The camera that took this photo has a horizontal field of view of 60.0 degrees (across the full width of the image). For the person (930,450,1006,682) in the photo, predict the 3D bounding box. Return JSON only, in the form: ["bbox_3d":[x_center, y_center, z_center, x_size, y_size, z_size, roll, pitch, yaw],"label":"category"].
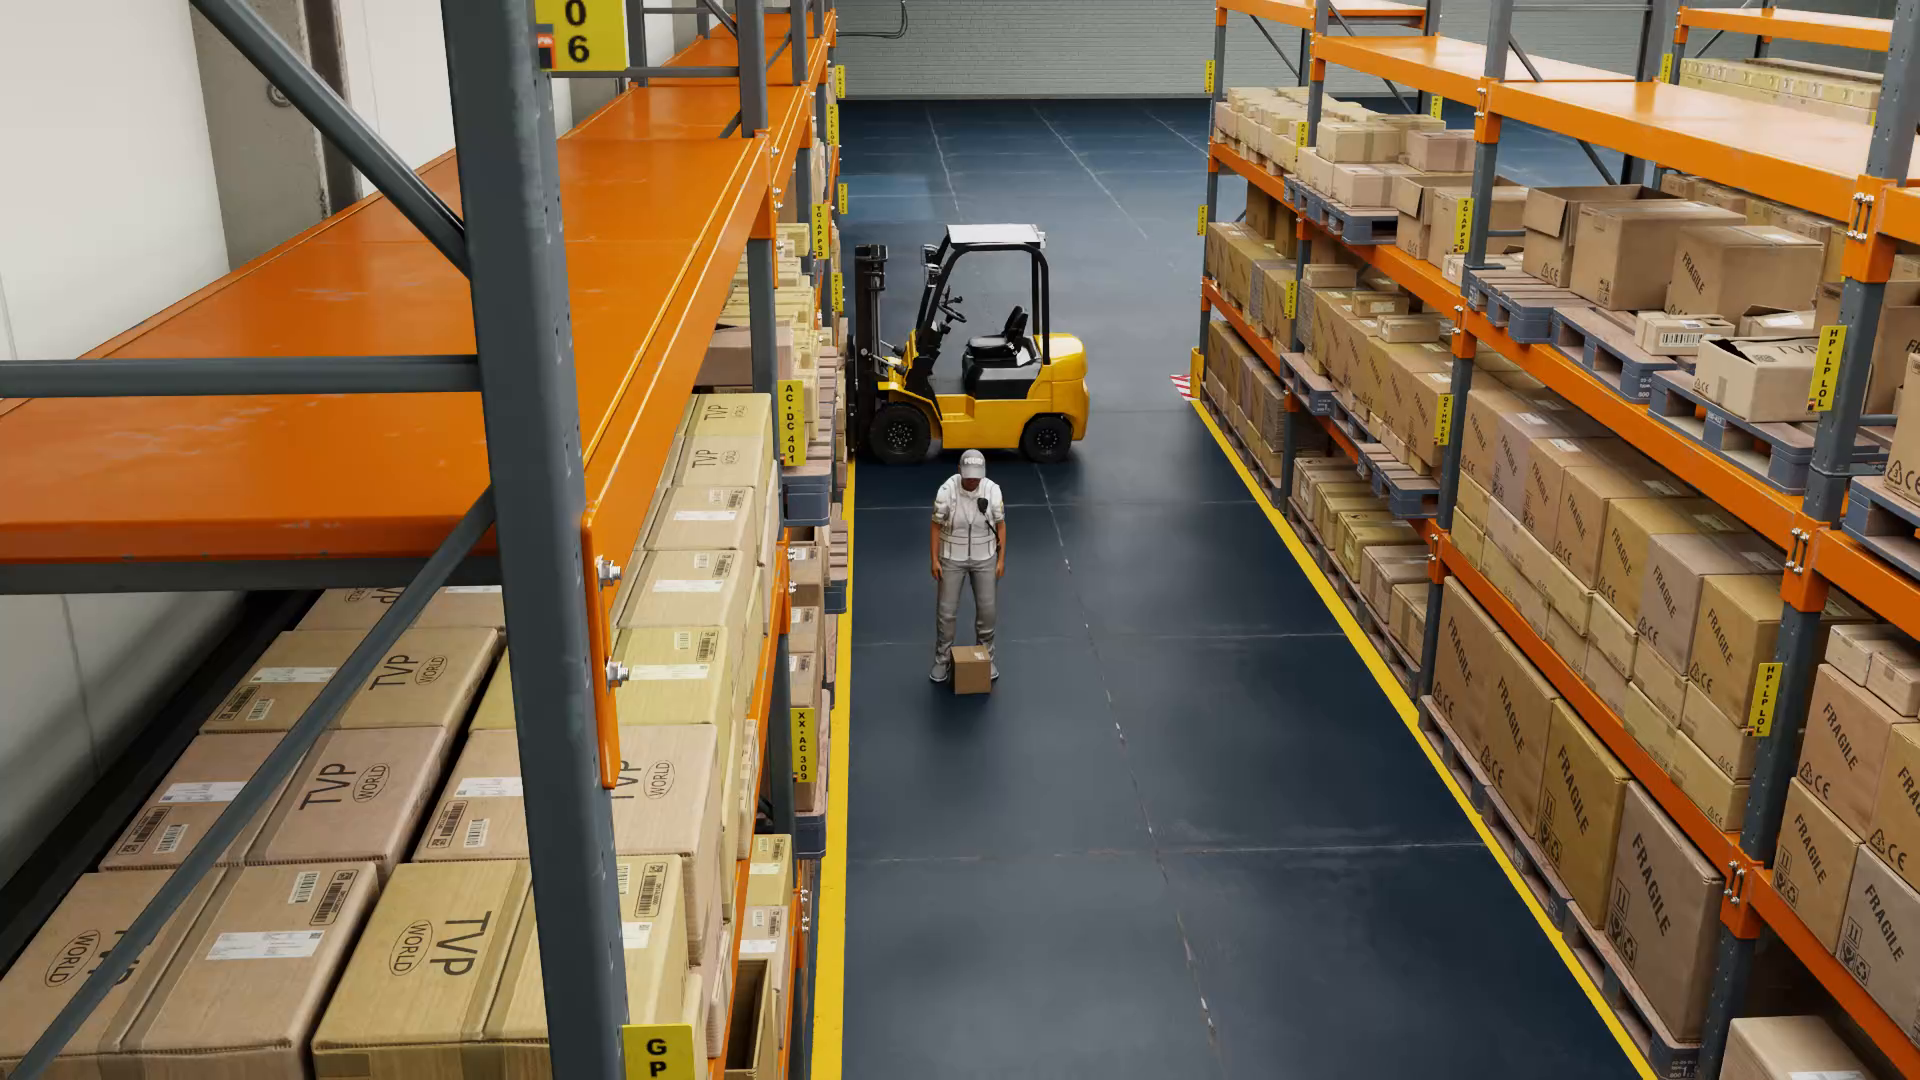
[{"bbox_3d":[0.051,0.157,11.468,0.537,1.665,0.469,-1,21,-3],"label":"person"}]
